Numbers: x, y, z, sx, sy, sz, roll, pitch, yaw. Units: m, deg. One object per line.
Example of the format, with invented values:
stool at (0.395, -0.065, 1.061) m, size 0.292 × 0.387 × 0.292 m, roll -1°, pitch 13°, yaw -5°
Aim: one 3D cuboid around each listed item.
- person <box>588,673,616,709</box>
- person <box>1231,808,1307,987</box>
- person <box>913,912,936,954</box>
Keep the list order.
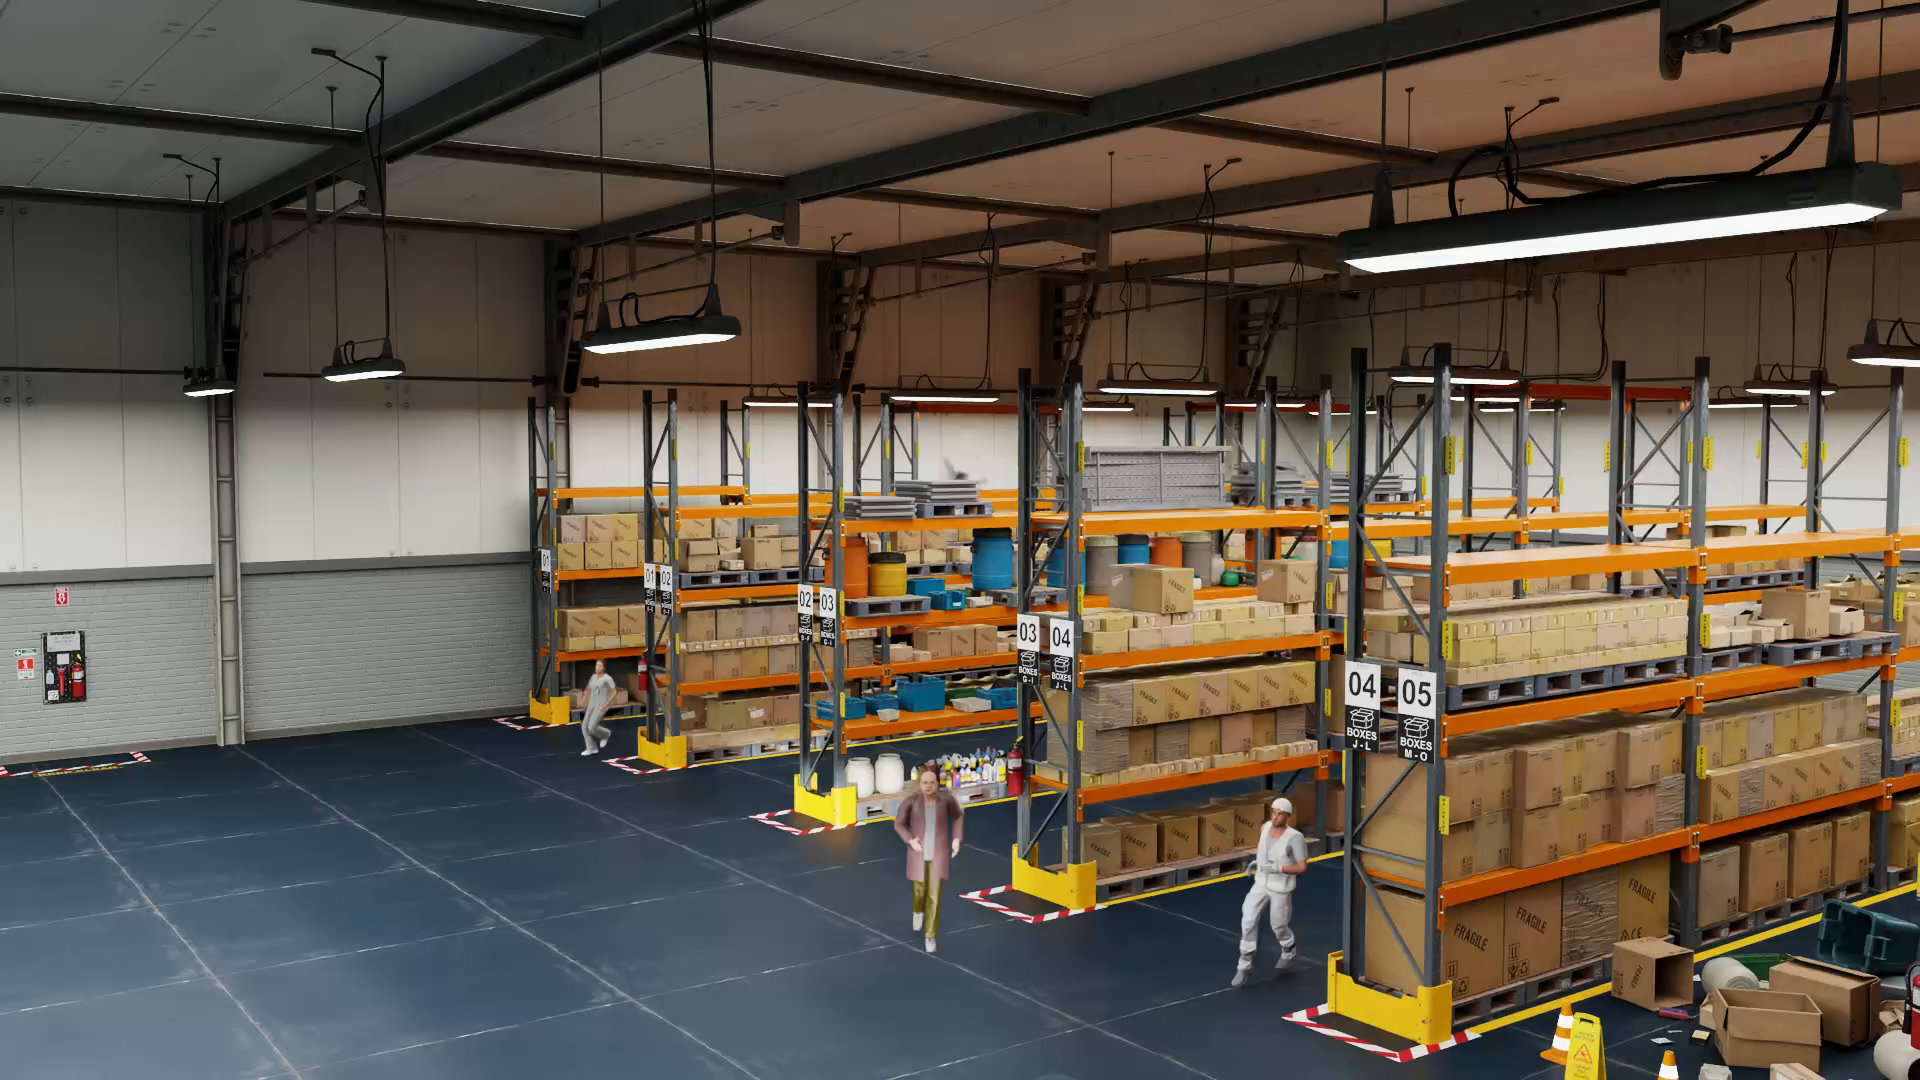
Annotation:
person at (-5.935, 2.481, 27.355) m, size 0.563 × 0.588 × 0.302 m, roll 2°, pitch 4°, yaw 33°
person at (3.024, 3.370, 15.885) m, size 0.674 × 1.767 × 0.848 m, roll 3°, pitch 5°, yaw 43°
person at (-0.370, 3.972, 17.210) m, size 0.230 × 0.381 × 0.902 m, roll 0°, pitch 3°, yaw -2°
